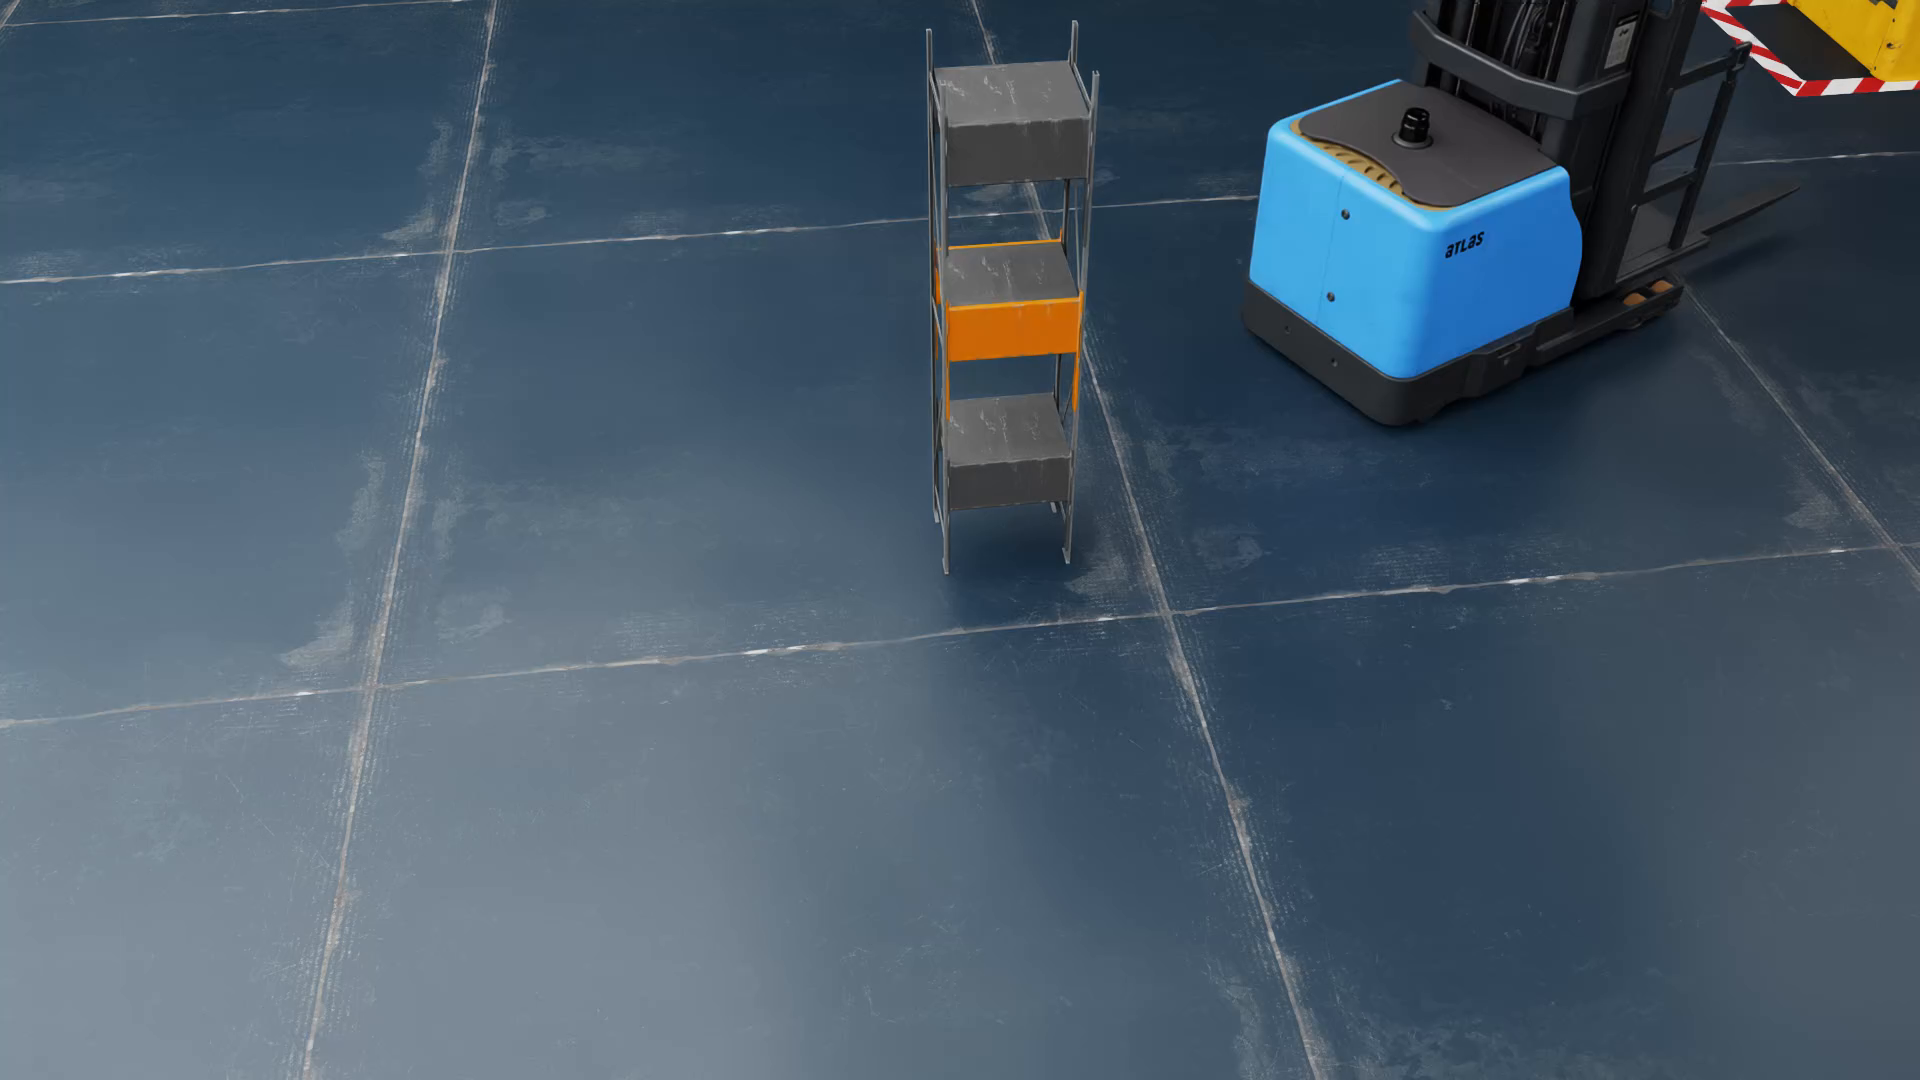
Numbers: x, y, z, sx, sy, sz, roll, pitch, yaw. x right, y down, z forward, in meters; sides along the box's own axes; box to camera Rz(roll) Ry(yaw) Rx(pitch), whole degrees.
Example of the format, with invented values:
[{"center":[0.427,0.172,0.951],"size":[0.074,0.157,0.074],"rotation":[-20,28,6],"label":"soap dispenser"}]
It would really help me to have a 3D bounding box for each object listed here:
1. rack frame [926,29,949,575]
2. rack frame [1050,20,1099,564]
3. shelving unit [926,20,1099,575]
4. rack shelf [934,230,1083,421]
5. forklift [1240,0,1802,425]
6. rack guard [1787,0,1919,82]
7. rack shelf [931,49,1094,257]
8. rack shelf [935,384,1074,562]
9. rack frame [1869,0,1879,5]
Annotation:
[{"center":[-0.078,-0.773,6.039],"size":[0.015,2.100,0.400],"rotation":[-5,42,-6],"label":"rack frame"},{"center":[0.406,-0.815,6.086],"size":[0.015,2.100,0.400],"rotation":[-5,42,-6],"label":"rack frame"},{"center":[0.164,-0.794,6.063],"size":[0.503,2.100,0.431],"rotation":[-5,42,-6],"label":"shelving unit"},{"center":[0.164,-0.784,6.072],"size":[0.480,0.518,0.431],"rotation":[-5,42,-6],"label":"rack shelf"},{"center":[2.822,-2.355,7.173],"size":[3.031,2.935,1.130],"rotation":[-24,47,-24],"label":"forklift"},{"center":[5.478,-3.261,9.992],"size":[0.348,0.500,1.175],"rotation":[-5,42,-6],"label":"rack guard"},{"center":[0.164,-1.304,5.603],"size":[0.480,0.518,0.431],"rotation":[-5,42,-6],"label":"rack shelf"},{"center":[0.164,-0.264,6.541],"size":[0.480,0.518,0.431],"rotation":[-5,42,-6],"label":"rack shelf"},{"center":[5.501,-4.191,9.157],"size":[0.127,3.000,1.000],"rotation":[-5,42,-6],"label":"rack frame"}]
